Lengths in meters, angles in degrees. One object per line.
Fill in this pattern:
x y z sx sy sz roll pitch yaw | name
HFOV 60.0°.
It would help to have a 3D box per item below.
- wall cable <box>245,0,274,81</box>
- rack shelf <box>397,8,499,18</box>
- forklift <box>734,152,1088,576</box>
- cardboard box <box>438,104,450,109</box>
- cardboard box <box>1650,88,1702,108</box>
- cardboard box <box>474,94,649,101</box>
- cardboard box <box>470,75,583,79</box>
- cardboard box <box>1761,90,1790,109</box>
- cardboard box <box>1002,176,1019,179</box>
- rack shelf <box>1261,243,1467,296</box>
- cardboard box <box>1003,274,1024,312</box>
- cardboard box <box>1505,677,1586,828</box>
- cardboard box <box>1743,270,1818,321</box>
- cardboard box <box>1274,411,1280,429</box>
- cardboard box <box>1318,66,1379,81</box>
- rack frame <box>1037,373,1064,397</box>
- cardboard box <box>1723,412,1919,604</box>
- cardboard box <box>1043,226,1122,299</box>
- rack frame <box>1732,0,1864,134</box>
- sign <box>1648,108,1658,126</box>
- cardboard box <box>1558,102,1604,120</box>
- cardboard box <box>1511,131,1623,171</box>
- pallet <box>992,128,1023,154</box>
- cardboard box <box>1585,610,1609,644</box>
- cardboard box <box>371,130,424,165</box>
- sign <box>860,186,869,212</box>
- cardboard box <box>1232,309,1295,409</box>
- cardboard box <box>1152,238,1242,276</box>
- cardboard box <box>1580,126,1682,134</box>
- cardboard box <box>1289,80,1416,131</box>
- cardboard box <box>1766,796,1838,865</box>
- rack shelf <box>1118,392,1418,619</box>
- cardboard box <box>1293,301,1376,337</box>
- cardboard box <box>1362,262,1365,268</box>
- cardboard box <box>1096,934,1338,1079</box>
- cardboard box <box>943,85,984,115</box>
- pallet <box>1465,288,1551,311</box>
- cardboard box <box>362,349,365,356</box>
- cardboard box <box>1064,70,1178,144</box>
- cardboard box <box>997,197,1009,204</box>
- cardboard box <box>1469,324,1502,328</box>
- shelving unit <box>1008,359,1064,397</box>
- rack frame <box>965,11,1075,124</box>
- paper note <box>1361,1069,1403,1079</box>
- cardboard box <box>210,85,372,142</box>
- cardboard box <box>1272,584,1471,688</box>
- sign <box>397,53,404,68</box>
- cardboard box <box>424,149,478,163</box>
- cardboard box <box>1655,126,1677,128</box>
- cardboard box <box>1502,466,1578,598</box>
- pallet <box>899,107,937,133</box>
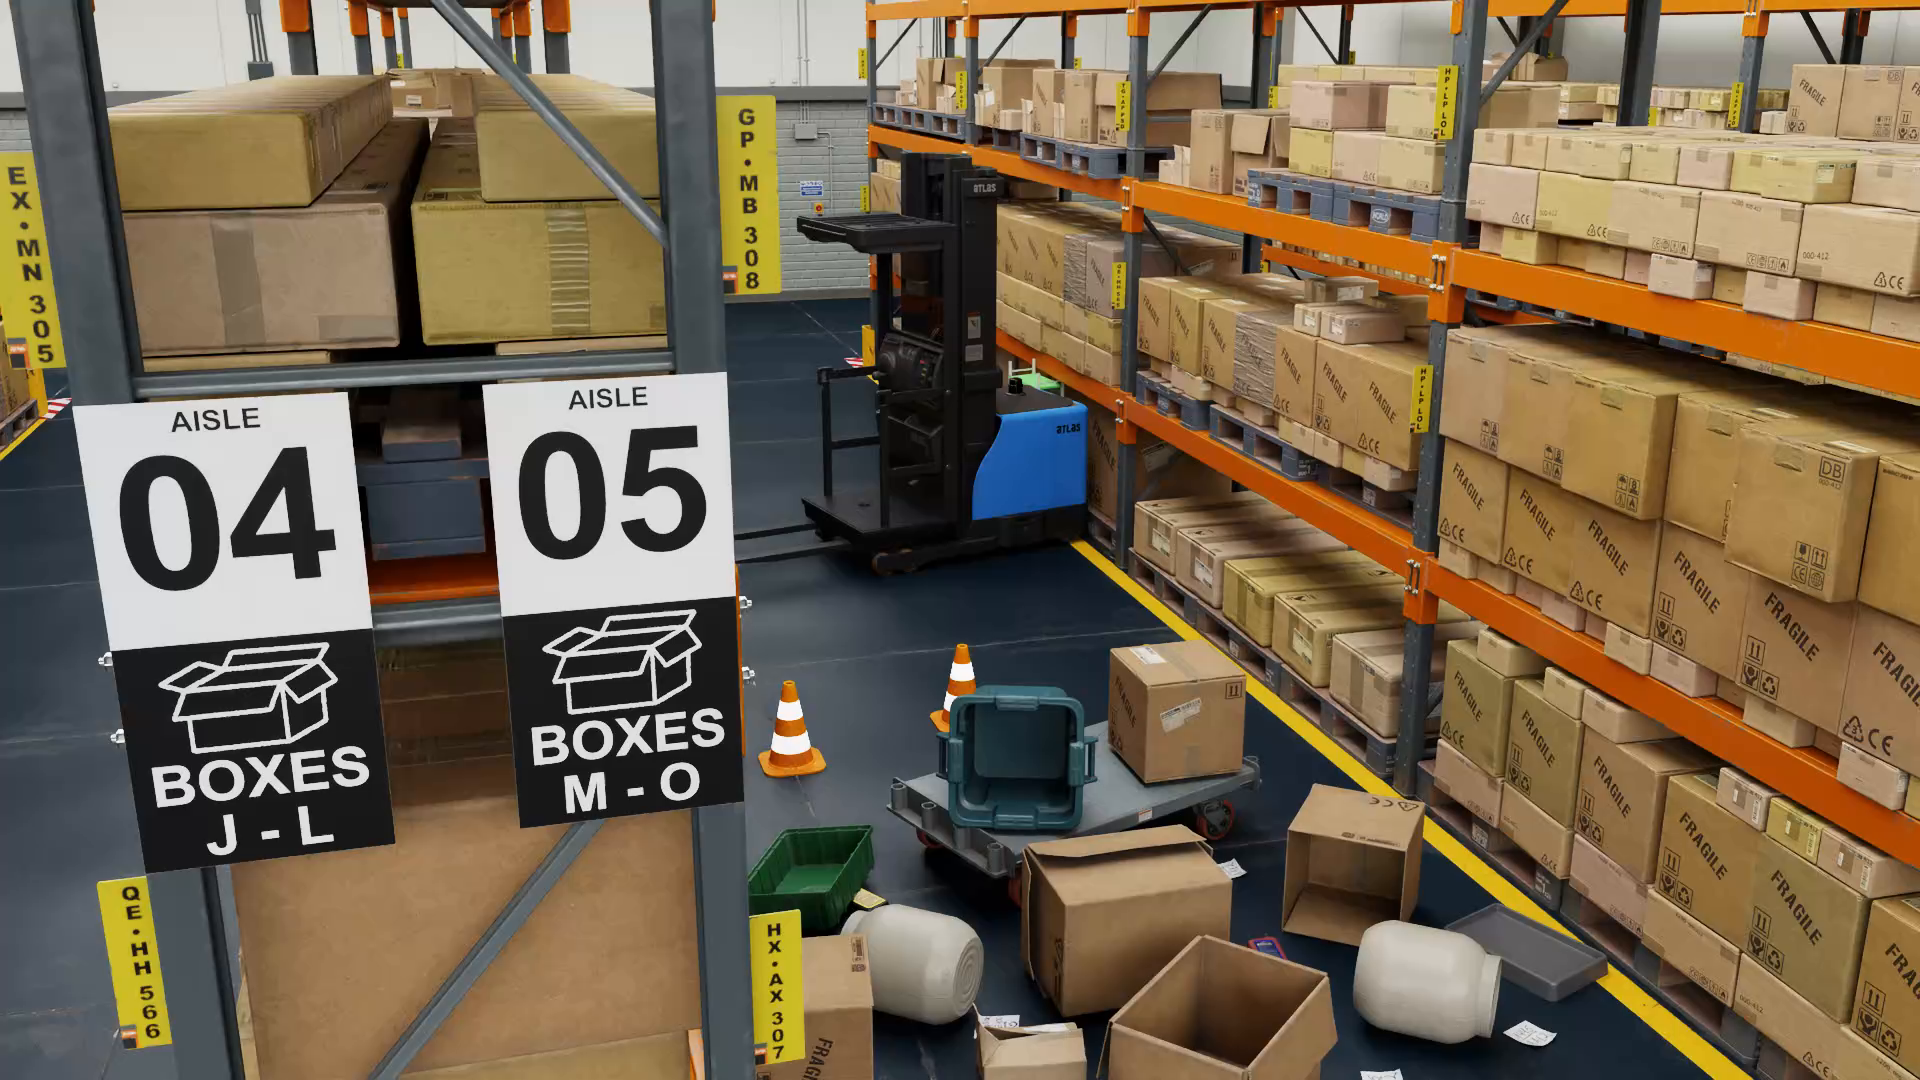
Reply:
-8.322 -8.951 21.516 2.277 5.999 0.120 -5 17 -15 | wall cable
-4.736 -5.038 15.340 1.077 0.370 4.000 -5 17 -15 | rack shelf
-0.548 -1.317 12.241 3.031 2.935 1.130 -9 19 -28 | forklift
-3.772 -2.750 11.505 0.500 0.500 0.500 -5 17 -15 | cardboard box
5.915 -3.659 13.755 0.380 0.149 0.250 -5 17 -16 | cardboard box
-0.881 -0.914 3.713 0.380 0.149 0.250 -5 17 -15 | cardboard box
-1.511 -1.547 5.820 0.380 0.149 0.250 -5 17 -15 | cardboard box
6.581 -3.486 13.181 0.380 0.149 0.250 -5 18 -17 | cardboard box
0.511 -3.460 16.217 0.380 0.149 0.250 -5 17 -16 | cardboard box
4.767 -2.980 18.908 1.077 0.370 4.000 -5 17 -15 | rack shelf
0.679 -2.117 14.179 0.500 0.250 0.500 -4 17 -15 | cardboard box
2.805 0.924 7.409 0.500 0.500 0.500 -4 17 -13 | cardboard box
3.011 -0.872 5.865 0.380 0.149 0.250 -5 17 -16 | cardboard box
2.097 -0.730 9.876 0.380 0.149 0.250 -5 18 -17 | cardboard box
4.371 -5.201 18.715 0.500 0.250 0.500 -5 17 -16 | cardboard box
0.726 -0.770 13.429 0.240 1.200 0.015 -9 20 -24 | rack frame
3.122 -0.125 5.725 0.700 0.500 0.500 -5 17 -16 | cardboard box
0.972 -2.199 13.148 0.500 0.500 0.500 -5 17 -15 | cardboard box
6.416 -4.538 12.416 1.000 3.000 0.127 -5 17 -15 | rack frame
3.264 -1.894 7.930 0.100 0.325 0.005 -5 17 -15 | sign
5.464 -3.799 14.704 0.380 0.149 0.250 -4 17 -14 | cardboard box
2.616 -1.680 7.168 0.380 0.149 0.250 -4 17 -14 | cardboard box
0.845 -3.473 14.418 0.805 0.209 1.217 -5 18 -17 | pallet
2.882 0.347 7.018 0.380 0.149 0.250 -5 17 -16 | cardboard box
-1.843 -1.065 4.910 0.500 0.250 0.500 -5 17 -16 | cardboard box
-1.089 -3.894 19.060 0.100 0.325 0.005 -5 17 -15 | sign
1.978 -1.091 9.949 0.500 0.500 0.500 -5 18 -17 | cardboard box
1.744 -1.954 12.330 0.500 0.500 0.500 -5 18 -17 | cardboard box
3.041 -1.792 7.542 0.380 0.149 0.250 -4 17 -14 | cardboard box
2.161 -2.401 9.178 0.500 0.250 0.500 -4 17 -14 | cardboard box
3.141 1.021 5.958 0.380 0.149 0.250 -4 17 -14 | cardboard box
2.194 -0.373 10.231 1.077 0.370 4.000 -5 17 -15 | rack shelf
2.100 -1.240 9.318 0.380 0.149 0.250 -5 18 -18 | cardboard box
4.693 -3.083 18.437 0.380 0.149 0.250 -4 17 -14 | cardboard box
0.926 1.852 5.913 0.637 0.503 0.797 11 20 32 | cardboard box
0.062 -4.150 15.670 0.396 0.266 0.258 -4 17 -13 | cardboard box
5.432 -2.449 16.226 1.003 0.211 1.213 -5 17 -15 | pallet
-1.514 -0.480 3.655 0.380 0.149 0.250 -5 17 -15 | cardboard box
1.190 -3.215 12.325 0.700 0.500 0.500 -6 18 -18 | cardboard box
0.150 -3.013 15.856 0.500 0.500 0.500 -5 17 -16 | cardboard box
5.277 -2.040 16.499 0.380 0.149 0.250 -6 18 -18 | cardboard box
0.620 -0.839 13.637 0.258 1.200 0.503 -9 20 -24 | shelving unit
0.545 -5.251 14.790 1.000 3.000 0.127 -5 17 -15 | rack frame
1.580 2.018 6.200 0.148 0.019 0.142 1 17 4 | paper note
-1.796 -1.144 4.480 0.380 0.149 0.250 -5 17 -16 | cardboard box
2.397 0.549 9.747 0.950 0.372 0.625 -4 17 -12 | cardboard box
-5.807 -4.877 17.240 0.100 0.325 0.005 -5 17 -15 | sign
-1.054 -0.829 4.123 0.500 0.250 0.500 -5 17 -16 | cardboard box
5.903 -3.291 13.741 0.500 0.250 0.500 -5 17 -15 | cardboard box
2.757 -0.074 7.294 0.500 0.500 0.500 -5 17 -15 | cardboard box
-0.001 -4.336 17.112 1.003 0.211 1.213 -5 17 -15 | pallet
